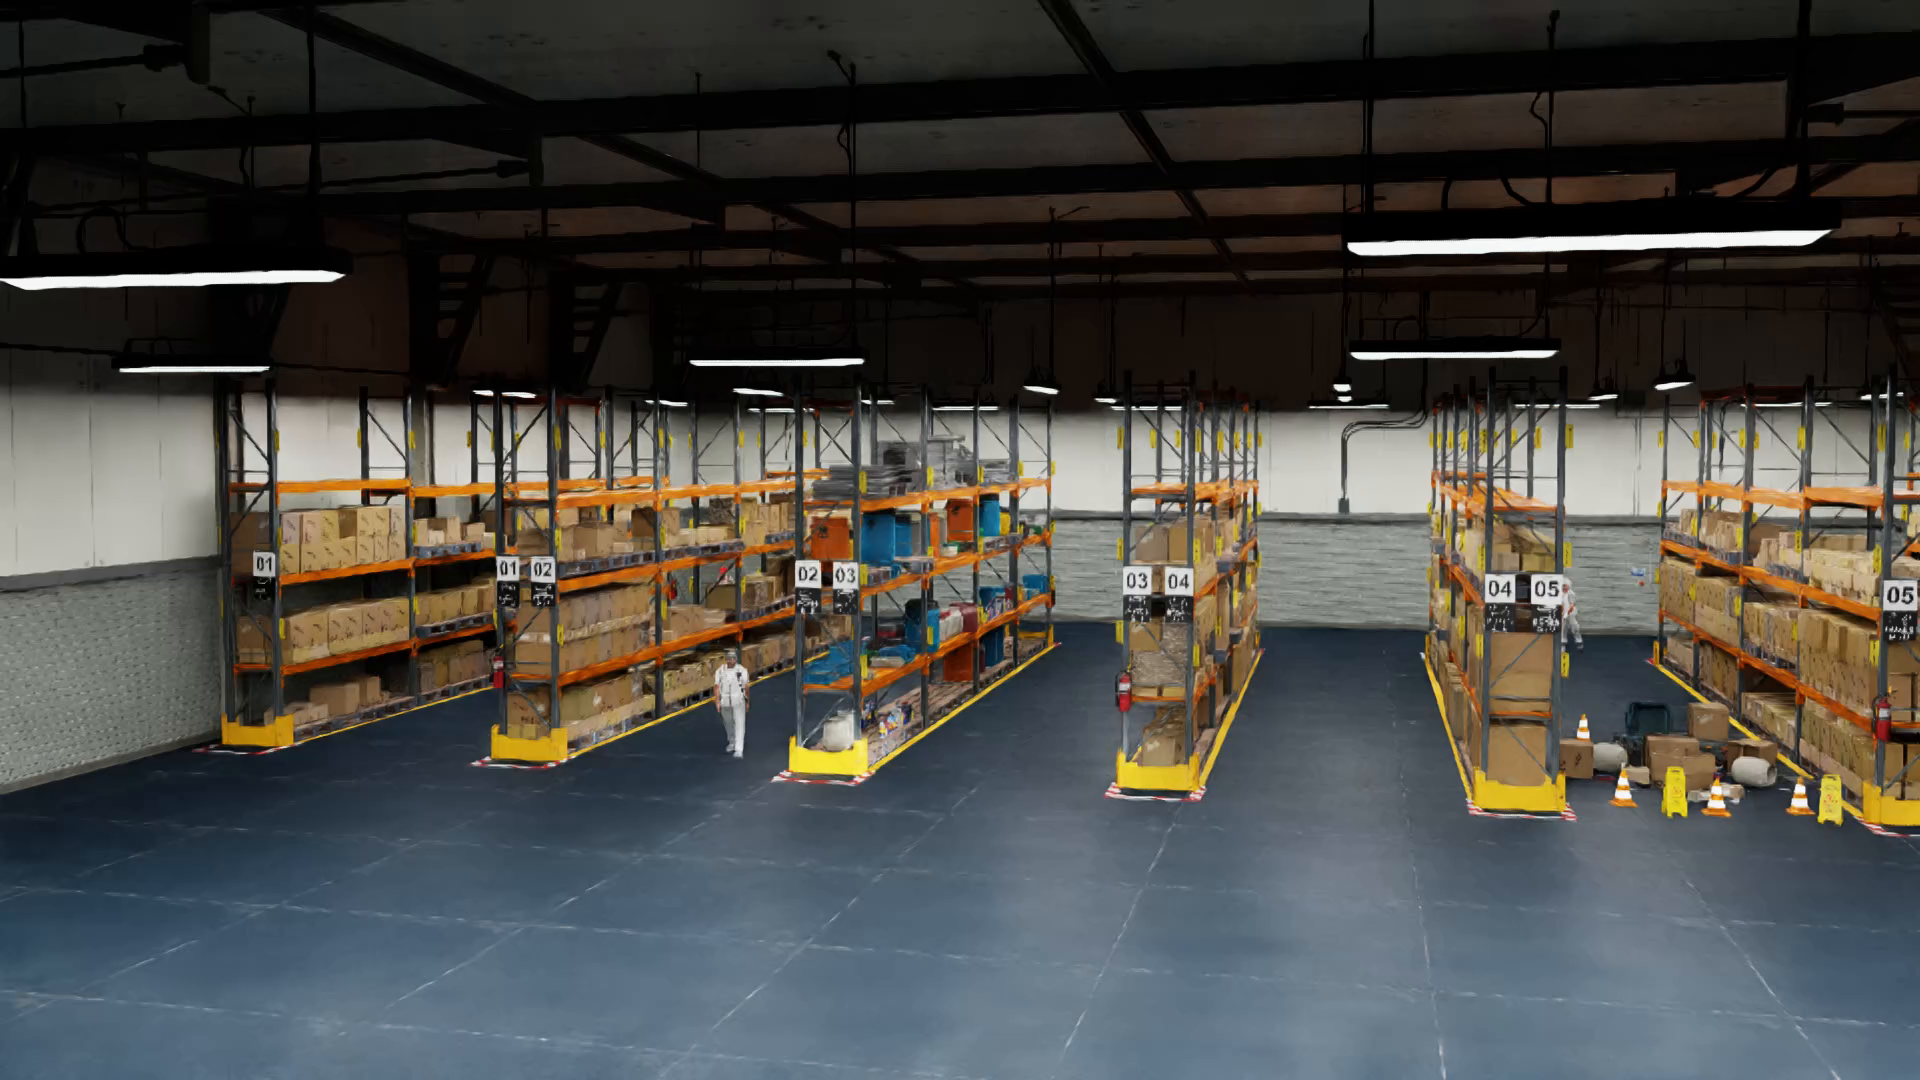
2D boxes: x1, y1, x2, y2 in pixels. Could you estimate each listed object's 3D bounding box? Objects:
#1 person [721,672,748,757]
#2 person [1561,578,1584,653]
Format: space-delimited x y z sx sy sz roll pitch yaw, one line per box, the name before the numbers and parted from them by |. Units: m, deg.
person | -3.589 2.738 26.353 0.441 1.334 1.037 0 3 5
person | 14.269 1.783 38.951 0.714 1.785 0.537 -1 4 -16
